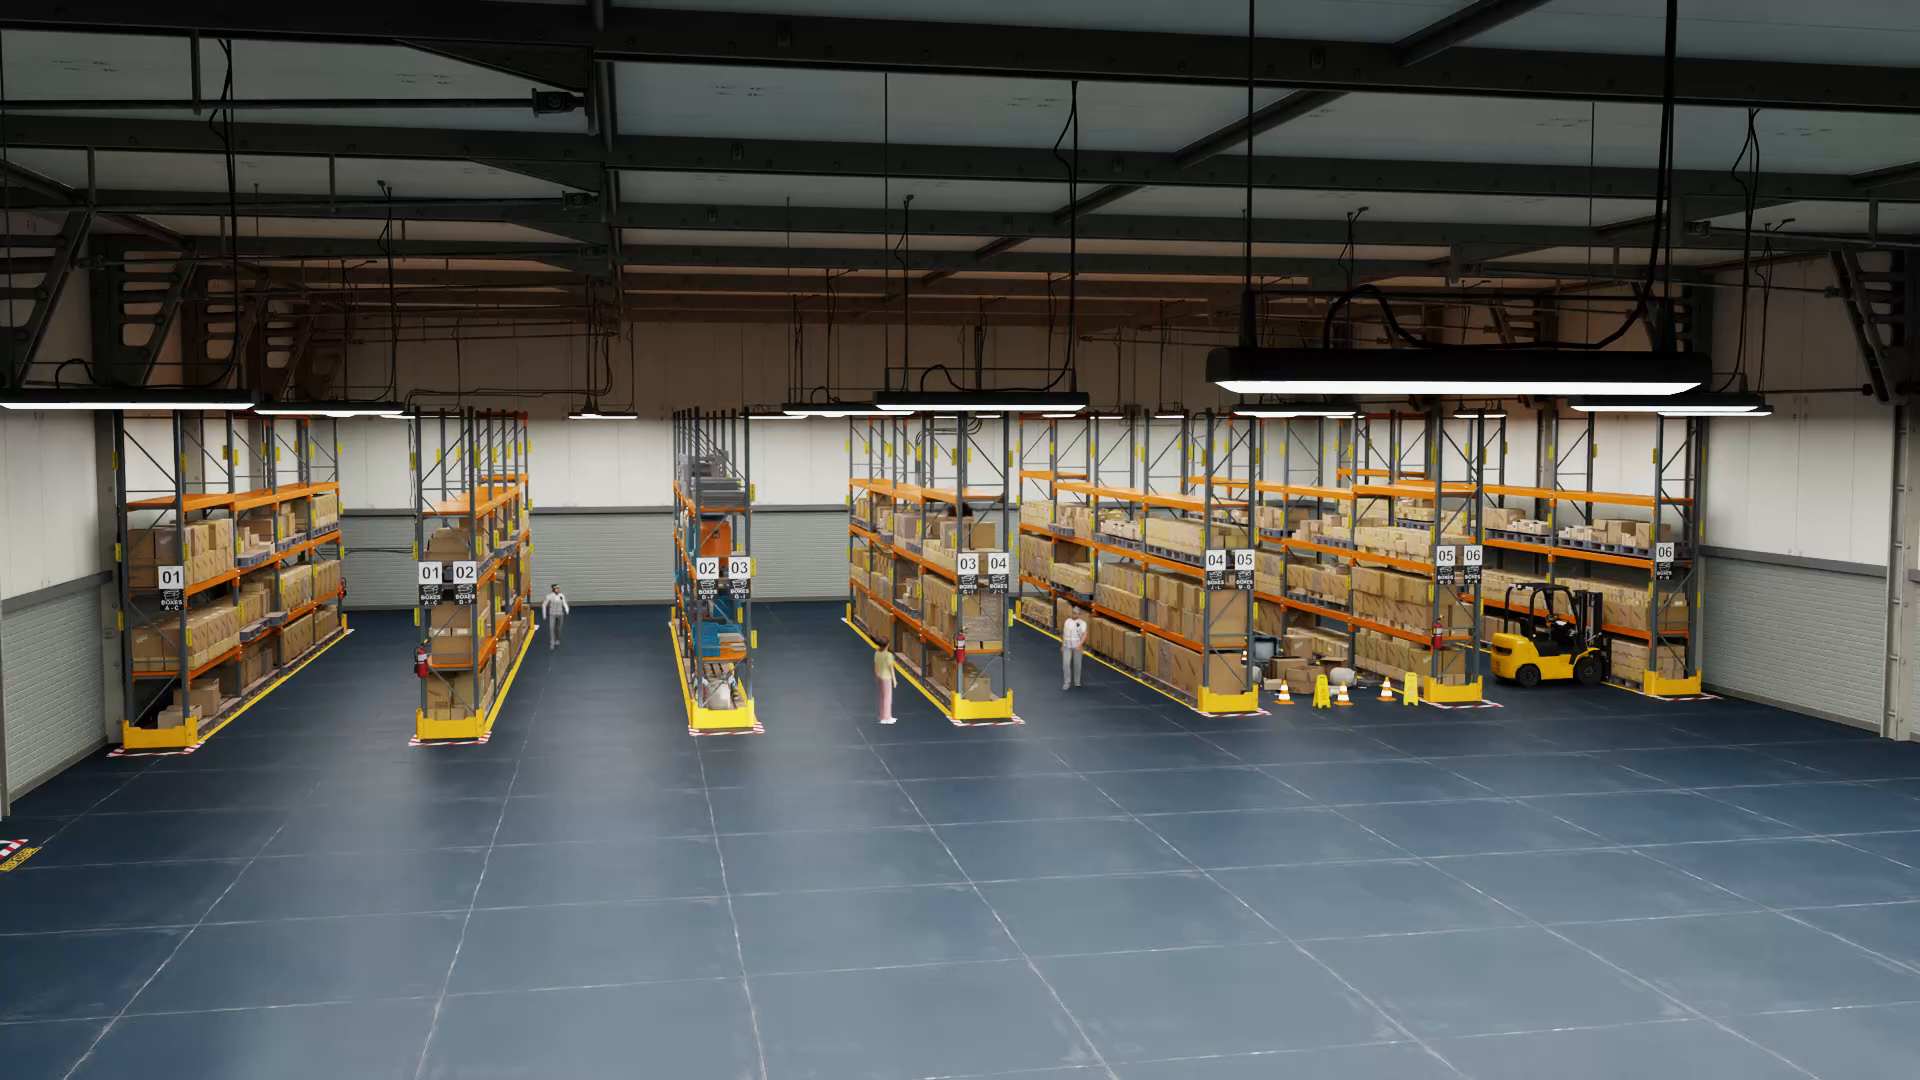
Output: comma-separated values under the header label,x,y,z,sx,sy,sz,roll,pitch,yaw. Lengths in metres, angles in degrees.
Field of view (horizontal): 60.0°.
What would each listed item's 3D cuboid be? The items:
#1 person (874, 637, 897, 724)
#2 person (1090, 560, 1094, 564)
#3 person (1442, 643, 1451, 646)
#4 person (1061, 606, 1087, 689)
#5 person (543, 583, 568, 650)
label,x,y,z,sx,sy,sz,roll,pitch,yaw
person,-1.390,2.652,31.616,0.436,1.667,0.517,-2,5,-29
person,3.996,1.229,51.652,0.703,1.692,0.476,-3,5,-37
person,11.270,2.149,38.503,0.493,1.769,0.611,2,4,23
person,2.438,2.310,35.806,0.575,1.769,0.627,1,4,9
person,-10.242,1.918,42.128,0.646,1.673,0.926,-1,4,-11
